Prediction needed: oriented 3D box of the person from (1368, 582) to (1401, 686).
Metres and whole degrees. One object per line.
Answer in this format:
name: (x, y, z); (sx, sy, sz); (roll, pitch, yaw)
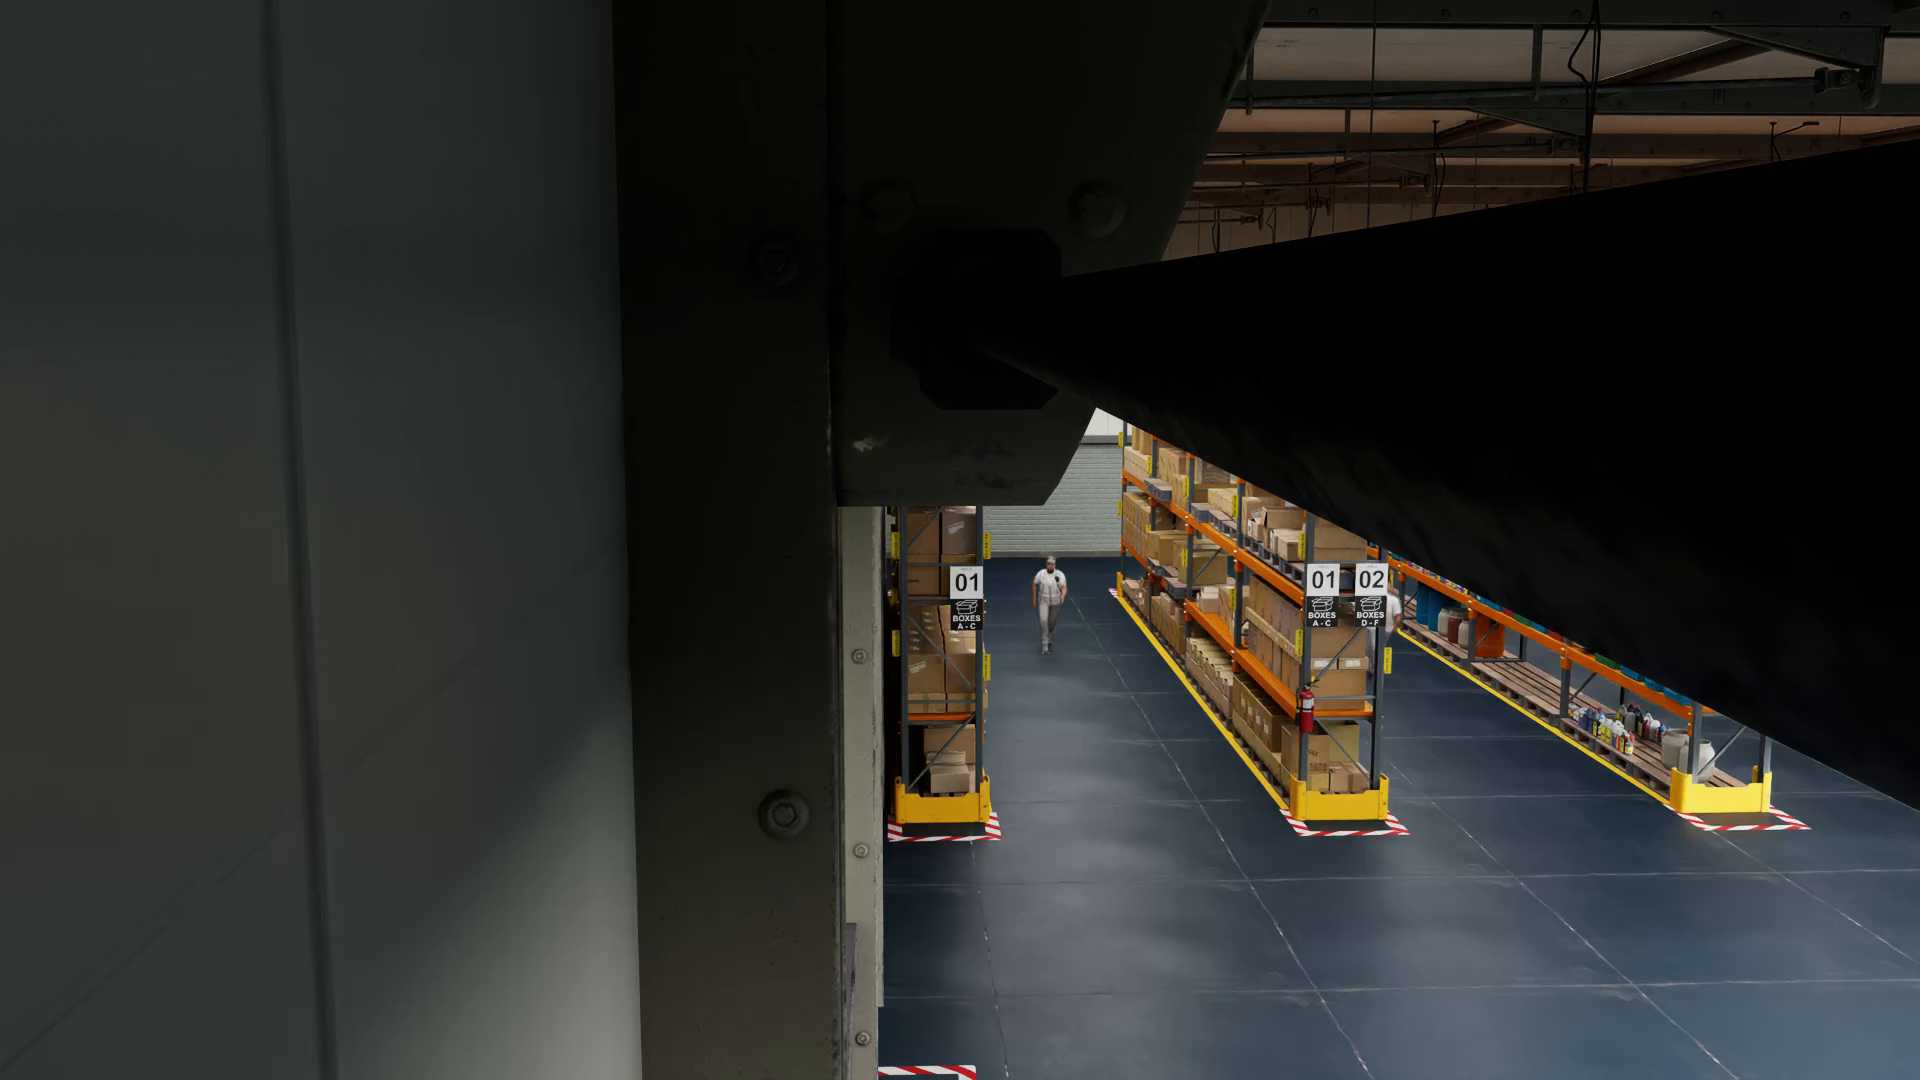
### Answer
person: (7.161, 1.532, 28.196); (0.572, 1.746, 1.003); (0, 8, -3)

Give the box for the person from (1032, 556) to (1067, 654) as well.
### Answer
person: (1.670, 1.161, 30.835); (0.614, 1.767, 0.985); (-1, 8, -4)
